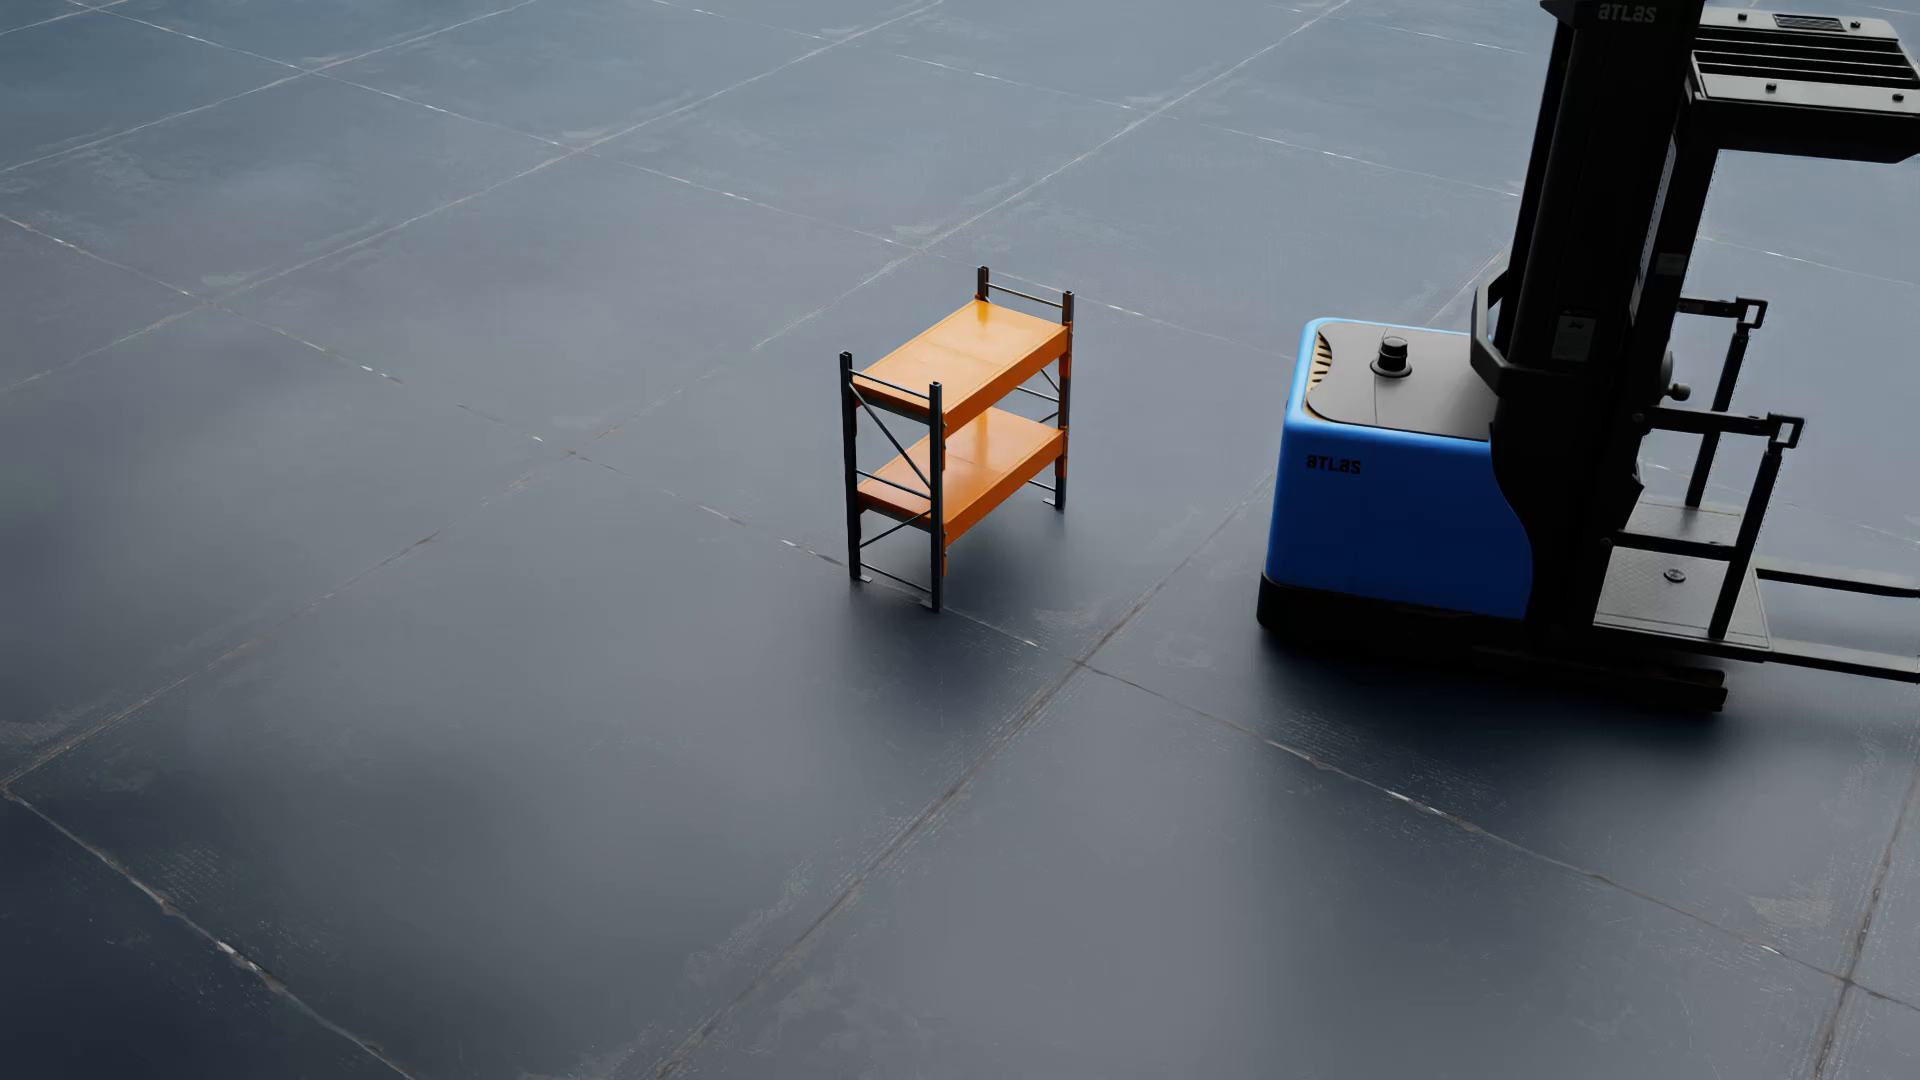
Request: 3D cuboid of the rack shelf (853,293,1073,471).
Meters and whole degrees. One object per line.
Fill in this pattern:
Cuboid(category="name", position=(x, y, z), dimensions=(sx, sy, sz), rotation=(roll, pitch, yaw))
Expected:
Cuboid(category="rack shelf", position=(0.004, -0.712, 7.276), dimensions=(0.538, 0.278, 1.000), rotation=(21, 39, 28))

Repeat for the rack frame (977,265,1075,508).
Cuboid(category="rack frame", position=(0.294, -0.703, 7.785), dimensions=(0.500, 1.125, 0.032), rotation=(21, 39, 28))

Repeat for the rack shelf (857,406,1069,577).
Cuboid(category="rack shelf", position=(0.004, -0.267, 7.576), dimensions=(0.538, 0.278, 1.000), rotation=(21, 39, 28))

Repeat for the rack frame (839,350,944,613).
Cuboid(category="rack frame", position=(-0.286, -0.235, 7.094), dimensions=(0.500, 1.125, 0.032), rotation=(21, 39, 28))

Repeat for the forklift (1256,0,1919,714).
Cuboid(category="forklift", position=(2.846, -0.842, 6.379), dimensions=(3.031, 2.935, 1.130), rotation=(8, 35, 12))

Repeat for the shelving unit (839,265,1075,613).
Cuboid(category="shelving unit", position=(0.004, -0.469, 7.439), dimensions=(0.538, 1.125, 1.048), rotation=(21, 39, 28))
